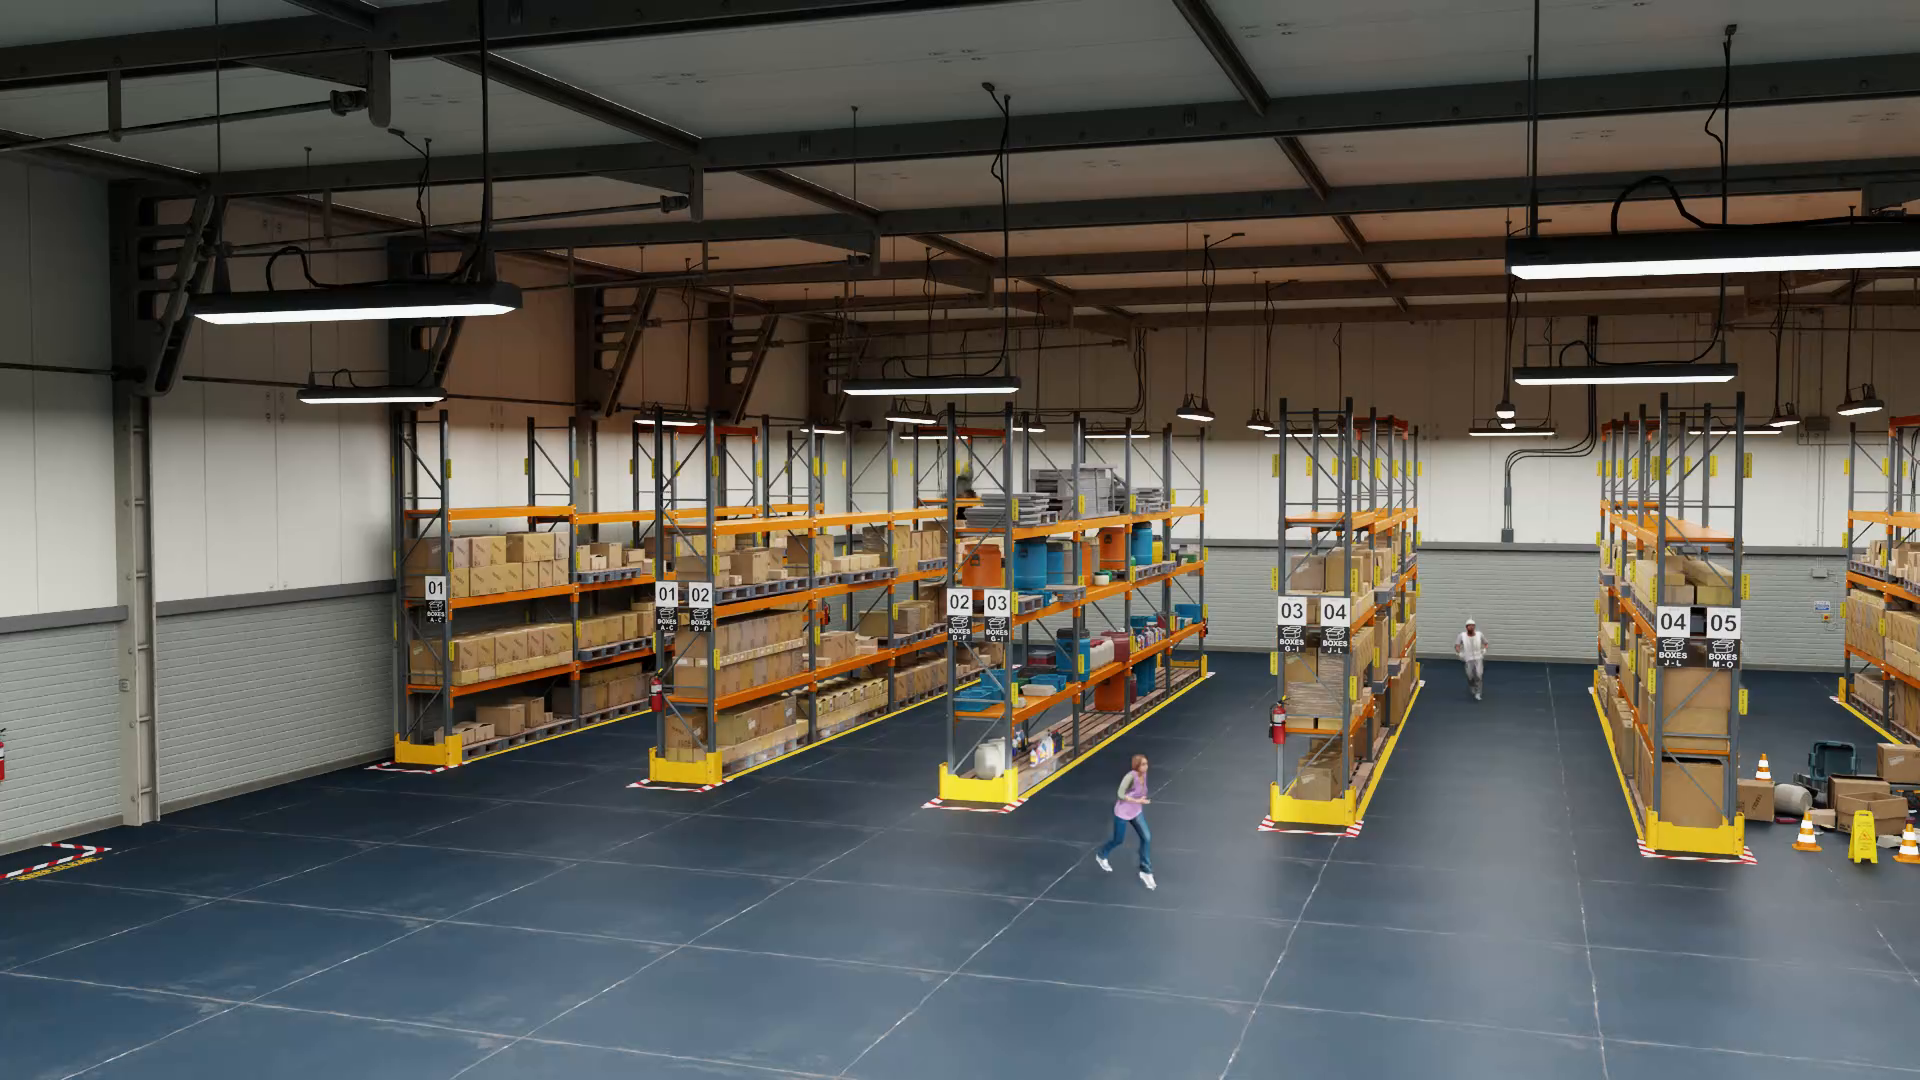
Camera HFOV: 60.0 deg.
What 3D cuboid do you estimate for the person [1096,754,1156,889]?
[{"bbox_3d":[2.006,3.355,20.102,0.539,1.596,0.932,-2,3,-39],"label":"person"}]

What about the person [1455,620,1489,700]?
[{"bbox_3d":[11.144,2.598,36.177,0.717,1.728,0.649,1,2,12],"label":"person"}]
